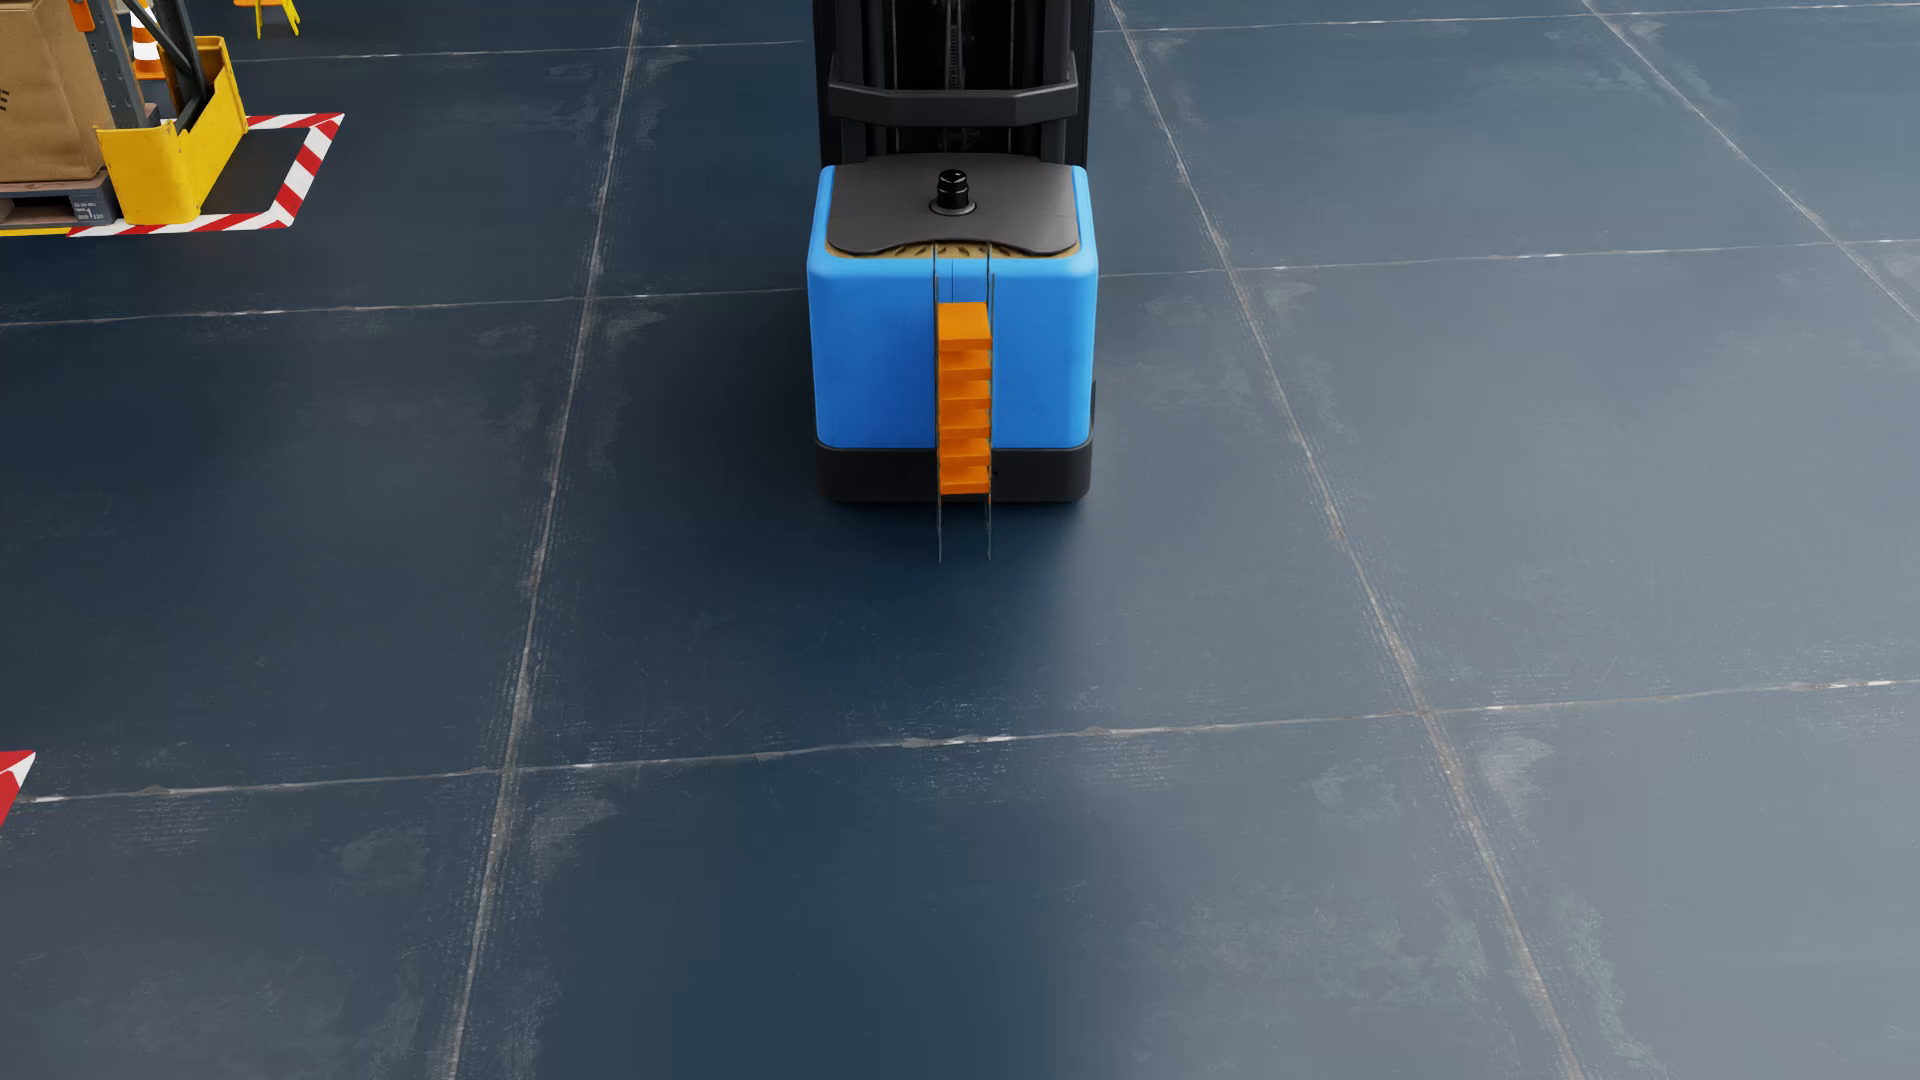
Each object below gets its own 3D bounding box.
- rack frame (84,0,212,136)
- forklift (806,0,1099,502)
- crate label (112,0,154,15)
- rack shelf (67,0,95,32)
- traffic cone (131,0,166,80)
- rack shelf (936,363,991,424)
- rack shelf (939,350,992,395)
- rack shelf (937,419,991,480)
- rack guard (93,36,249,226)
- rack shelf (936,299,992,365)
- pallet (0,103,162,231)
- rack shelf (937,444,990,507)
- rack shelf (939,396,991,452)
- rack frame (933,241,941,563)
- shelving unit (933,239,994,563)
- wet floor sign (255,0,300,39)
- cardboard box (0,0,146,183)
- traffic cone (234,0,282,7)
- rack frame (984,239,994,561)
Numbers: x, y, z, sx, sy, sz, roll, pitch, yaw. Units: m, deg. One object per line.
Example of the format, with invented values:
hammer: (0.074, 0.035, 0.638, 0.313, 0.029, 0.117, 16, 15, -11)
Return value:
rack frame: (-4.043, -3.096, 7.752, 0.127, 3.000, 1.000, -3, 38, -4)
forklift: (-0.024, -2.176, 6.642, 1.130, 2.935, 3.031, 0, 38, 0)
crate label: (-5.237, -3.453, 10.516, 0.298, 0.136, 0.250, -24, 44, -27)
rack shelf: (-6.035, -2.704, 7.836, 4.000, 0.370, 1.077, -3, 38, -4)
traffic cone: (-4.698, -2.947, 9.611, 0.334, 0.463, 0.336, -3, 38, -4)
rack shelf: (0.010, -0.523, 5.821, 0.180, 0.103, 0.258, -2, 38, -3)
rack shelf: (0.010, -0.617, 5.747, 0.180, 0.103, 0.258, -2, 38, -3)
rack shelf: (0.011, -0.334, 5.970, 0.180, 0.103, 0.258, -2, 38, -3)
rack guard: (-4.019, -2.116, 8.528, 0.348, 0.500, 1.175, -3, 38, -4)
rack shelf: (0.010, -0.711, 5.672, 0.180, 0.103, 0.258, -2, 38, -3)
pallet: (-4.832, -1.909, 8.499, 1.213, 0.211, 1.003, -3, 38, -4)
rack shelf: (0.011, -0.240, 6.045, 0.180, 0.103, 0.258, -2, 38, -3)
rack shelf: (0.011, -0.428, 5.896, 0.180, 0.103, 0.258, -2, 38, -3)
rack frame: (-0.081, -0.460, 5.864, 0.006, 1.200, 0.240, -2, 38, -3)
shelving unit: (0.011, -0.463, 5.868, 0.189, 1.200, 0.258, -2, 38, -3)
wet floor sign: (-4.189, -3.395, 10.032, 0.232, 0.644, 0.267, -9, 39, -12)
cardboard box: (-4.713, -2.349, 8.181, 0.875, 0.875, 0.875, -3, 38, -4)
traffic cone: (-4.459, -3.663, 10.519, 0.334, 0.463, 0.336, -3, 38, -4)
rack frame: (0.102, -0.467, 5.872, 0.006, 1.200, 0.240, -2, 38, -3)
